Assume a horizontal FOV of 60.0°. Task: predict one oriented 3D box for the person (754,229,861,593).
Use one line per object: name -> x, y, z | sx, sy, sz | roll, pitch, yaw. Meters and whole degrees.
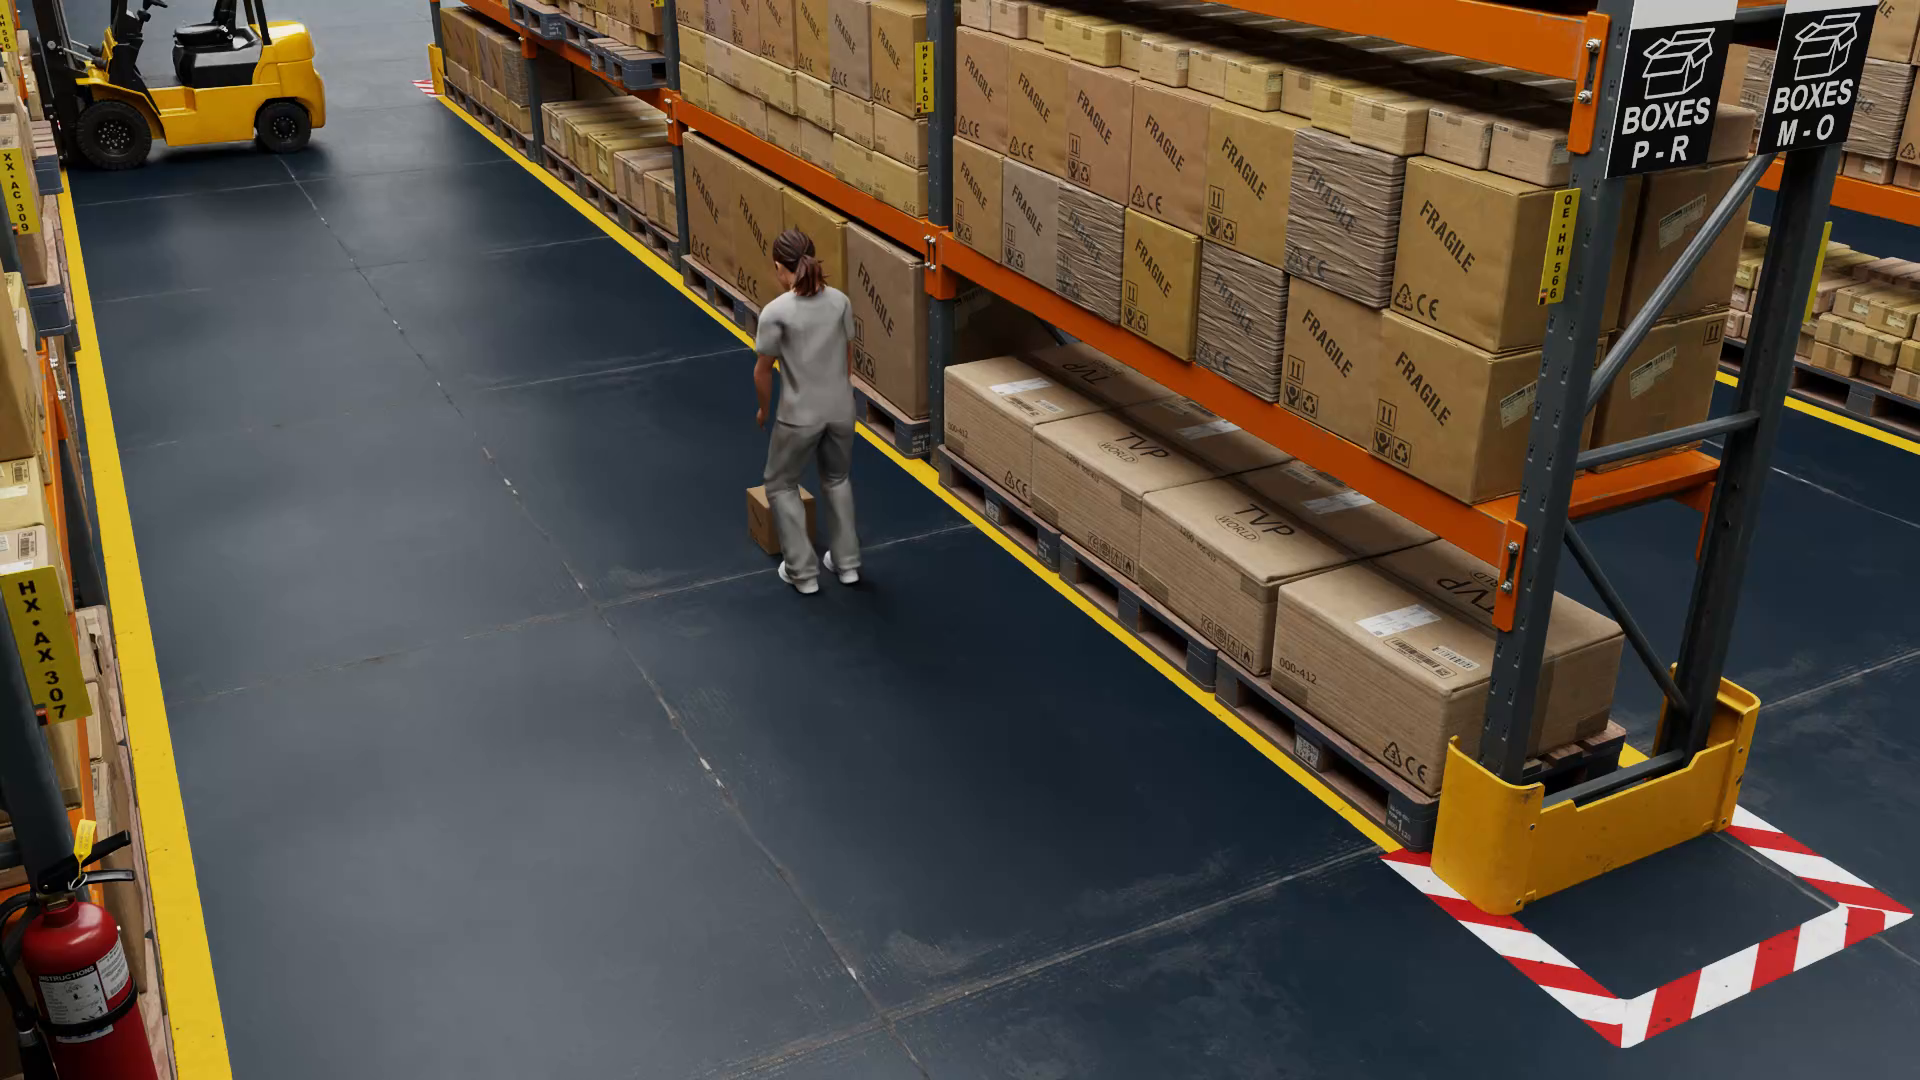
person -> -0.673, -0.546, 7.327 | 0.461, 1.622, 0.387 | -12, 28, -24
